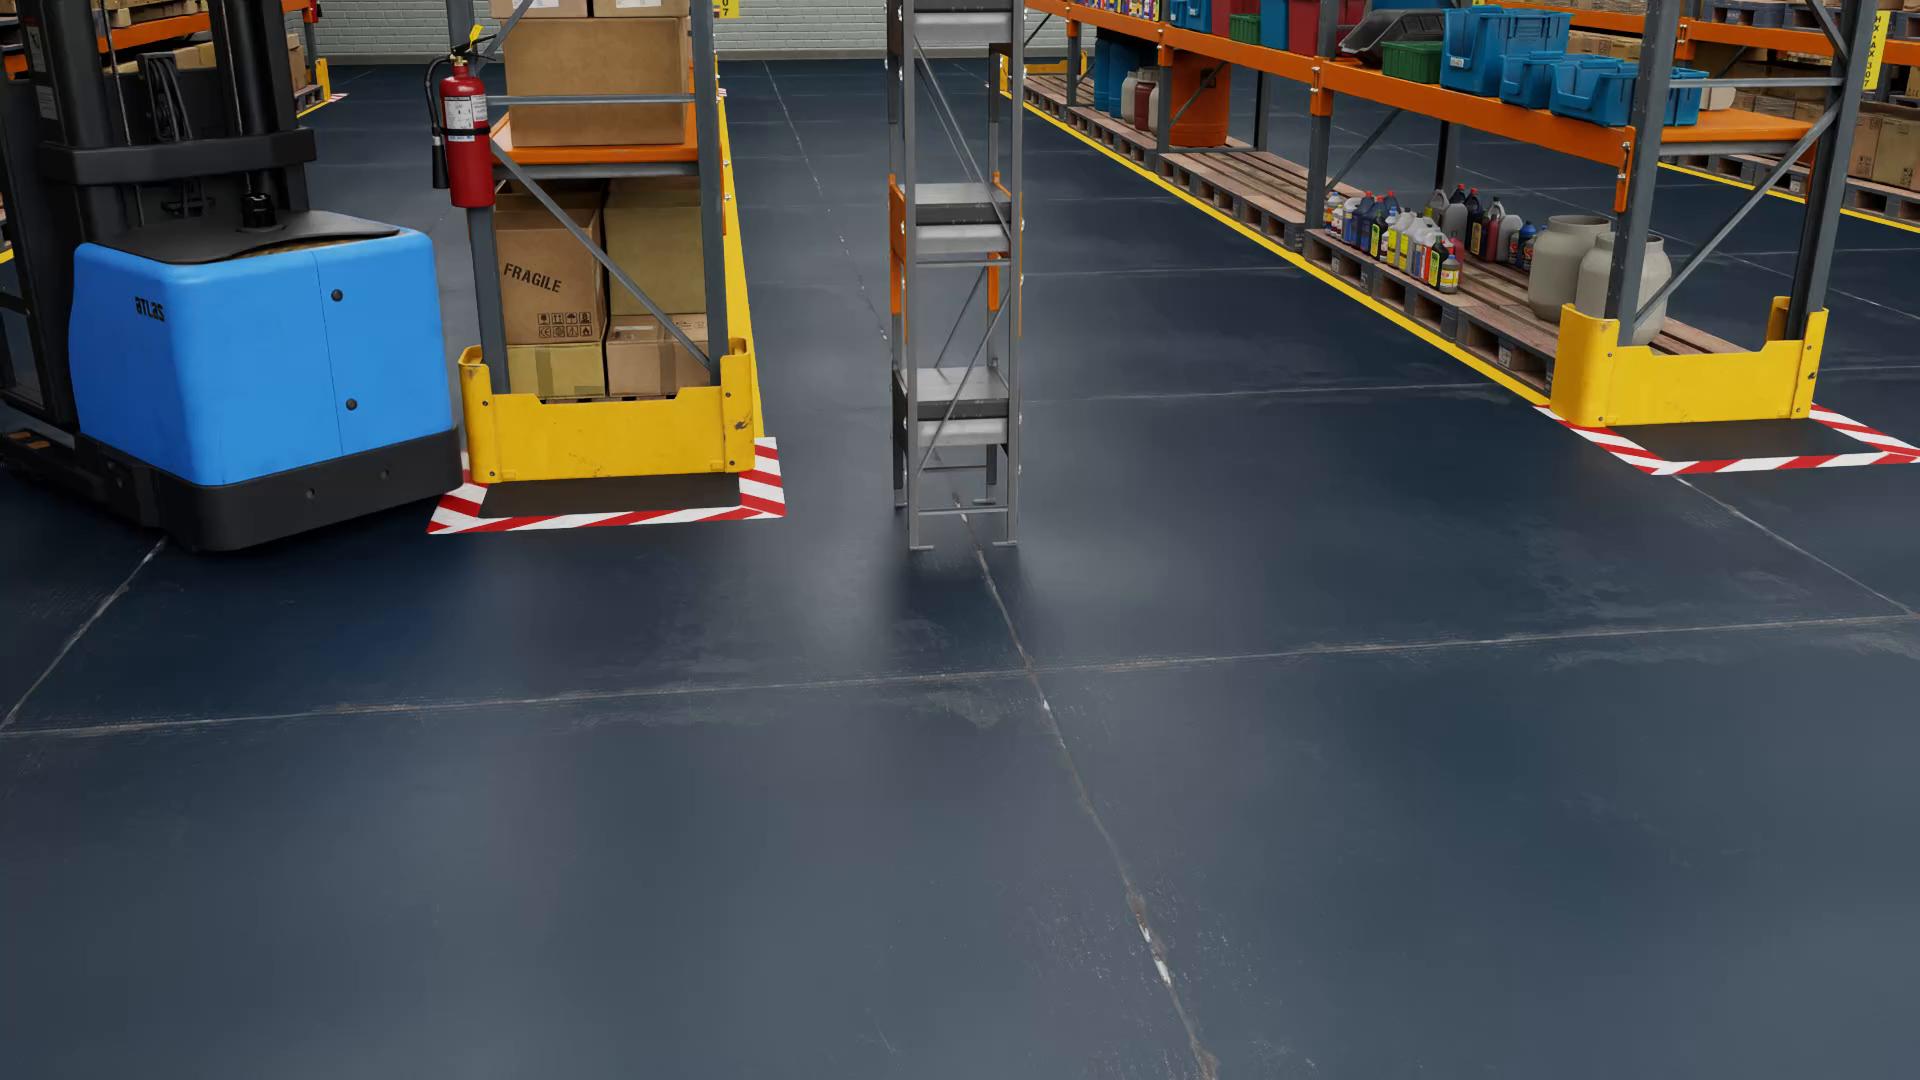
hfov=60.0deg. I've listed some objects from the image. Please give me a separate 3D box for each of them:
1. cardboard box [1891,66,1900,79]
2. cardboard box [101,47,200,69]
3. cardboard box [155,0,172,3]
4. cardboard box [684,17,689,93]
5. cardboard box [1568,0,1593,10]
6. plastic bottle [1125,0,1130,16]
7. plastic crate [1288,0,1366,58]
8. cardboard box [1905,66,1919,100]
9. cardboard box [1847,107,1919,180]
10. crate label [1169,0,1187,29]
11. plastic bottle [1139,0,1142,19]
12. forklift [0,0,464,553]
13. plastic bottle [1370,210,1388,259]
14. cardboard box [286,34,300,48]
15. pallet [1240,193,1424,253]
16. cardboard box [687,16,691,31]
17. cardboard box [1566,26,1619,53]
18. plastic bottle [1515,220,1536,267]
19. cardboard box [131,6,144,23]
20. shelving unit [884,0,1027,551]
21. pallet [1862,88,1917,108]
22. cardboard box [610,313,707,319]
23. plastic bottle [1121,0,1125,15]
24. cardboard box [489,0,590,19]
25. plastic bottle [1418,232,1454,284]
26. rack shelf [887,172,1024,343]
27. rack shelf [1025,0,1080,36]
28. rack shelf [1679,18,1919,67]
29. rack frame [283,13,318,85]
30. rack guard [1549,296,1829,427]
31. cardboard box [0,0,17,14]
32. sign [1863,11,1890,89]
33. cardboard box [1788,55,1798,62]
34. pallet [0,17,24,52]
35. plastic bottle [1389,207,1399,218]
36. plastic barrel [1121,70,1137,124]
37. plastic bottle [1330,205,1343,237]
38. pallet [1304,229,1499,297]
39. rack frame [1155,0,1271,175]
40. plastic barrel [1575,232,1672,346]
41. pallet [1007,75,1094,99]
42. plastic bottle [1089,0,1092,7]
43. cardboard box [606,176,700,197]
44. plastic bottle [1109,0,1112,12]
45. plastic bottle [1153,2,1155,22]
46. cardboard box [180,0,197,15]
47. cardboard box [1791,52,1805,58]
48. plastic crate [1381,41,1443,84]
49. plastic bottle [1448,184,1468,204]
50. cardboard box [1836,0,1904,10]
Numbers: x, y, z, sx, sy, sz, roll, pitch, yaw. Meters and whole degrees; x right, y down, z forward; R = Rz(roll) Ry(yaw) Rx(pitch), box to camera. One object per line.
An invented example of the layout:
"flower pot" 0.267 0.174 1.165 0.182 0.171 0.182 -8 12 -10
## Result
"cardboard box" 11.170 -5.694 20.224 0.380 0.149 0.250 -3 21 -7
"cardboard box" -7.744 -4.300 15.913 0.750 0.750 0.750 -2 21 -6
"cardboard box" -7.557 -5.161 15.151 0.500 0.500 0.500 -2 21 -6
"cardboard box" -1.747 -2.477 8.419 0.700 0.500 0.500 -2 21 -6
"cardboard box" 6.651 -5.734 17.140 0.500 0.500 0.500 -3 21 -7
"plastic bottle" 1.638 -5.210 16.046 0.061 0.283 0.133 -3 21 -8
"plastic crate" 2.487 -3.548 11.337 0.402 0.464 0.583 -3 21 -8
"cardboard box" 11.374 -5.357 19.245 0.500 0.500 0.500 -2 21 -6
"cardboard box" 7.562 -3.224 13.505 0.700 0.500 0.500 -5 21 -12
"crate label" 1.973 -4.508 14.237 0.303 0.233 0.416 -3 21 -8
"plastic bottle" 1.728 -4.998 15.595 0.097 0.201 0.097 0 20 0
"forklift" -3.406 -1.738 6.679 3.031 2.935 1.130 17 27 38
"plastic bottle" 2.575 -1.874 10.201 0.061 0.283 0.133 -2 21 -5
"cardboard box" -8.275 -6.078 20.248 0.380 0.149 0.250 -3 21 -8
"pallet" 2.708 -2.329 12.151 1.003 0.211 1.213 -3 21 -8
"cardboard box" -2.216 -4.087 13.231 0.380 0.149 0.250 -3 21 -8
"cardboard box" 6.849 -5.057 17.905 1.225 0.875 0.875 -4 21 -10
"plastic bottle" 3.390 -1.776 9.954 0.097 0.271 0.097 0 20 0
"cardboard box" -7.552 -4.712 14.877 0.380 0.149 0.250 -3 21 -7
"shelving unit" -0.024 -1.041 6.002 0.431 2.100 0.503 -3 21 -8
"pallet" 11.398 -5.525 20.707 1.003 0.211 1.213 -3 21 -8
"cardboard box" -1.399 -1.011 7.965 0.500 0.250 0.500 -3 21 -8
"plastic bottle" 1.656 -5.299 16.187 0.144 0.351 0.185 -3 21 -8
"cardboard box" -1.710 -2.206 6.765 0.380 0.149 0.250 -3 21 -9
"plastic bottle" 2.728 -1.613 9.513 0.152 0.276 0.135 -3 21 -7
"rack shelf" -0.024 -1.028 6.007 0.431 0.518 0.480 -3 21 -8
"rack shelf" 1.418 -6.491 20.337 1.077 0.370 4.000 -3 21 -8
"rack shelf" 7.472 -3.971 13.589 1.077 0.370 4.000 -3 21 -8
"rack frame" -8.674 -7.021 20.727 1.000 3.000 0.127 -3 21 -8
"rack guard" 3.379 -0.834 7.734 1.175 0.500 0.348 -3 21 -8
"cardboard box" -7.336 -4.150 12.268 0.700 0.500 0.500 -5 21 -13
"sign" 3.981 -2.137 7.255 0.100 0.325 0.005 -3 21 -8
"cardboard box" 11.053 -6.247 21.703 0.380 0.149 0.250 -2 21 -5
"pallet" -7.195 -3.478 11.515 1.003 0.211 1.213 -3 21 -8
"plastic bottle" 2.706 -1.949 10.419 0.097 0.271 0.097 0 20 0
"plastic barrel" 1.863 -4.533 17.020 0.421 0.512 0.421 0 20 0
"plastic bottle" 2.486 -2.093 10.905 0.097 0.201 0.097 0 20 0
"pallet" 2.915 -1.825 10.800 1.003 0.211 1.213 -3 21 -8
"rack frame" 2.283 -4.751 14.649 1.000 3.000 0.127 -3 21 -8
"plastic barrel" 3.266 -1.236 8.194 0.421 0.512 0.421 0 20 0
"pallet" 1.210 -5.927 21.783 1.003 0.211 1.213 -3 21 -8
"plastic bottle" 1.449 -5.771 17.559 0.152 0.276 0.135 -3 21 -8
"cardboard box" -1.482 -1.535 8.296 0.500 0.500 0.500 -3 21 -8
"plastic bottle" 1.552 -5.453 16.714 0.097 0.271 0.097 0 20 0
"plastic bottle" 1.804 -4.817 15.110 0.097 0.201 0.097 0 20 0
"cardboard box" -7.620 -5.158 16.070 0.380 0.149 0.250 -3 21 -8
"cardboard box" 10.961 -6.298 21.417 0.380 0.149 0.250 -4 21 -10
"plastic crate" 2.776 -2.782 9.681 0.450 0.188 0.662 -3 21 -8
"plastic bottle" 3.237 -2.123 10.769 0.144 0.351 0.185 -3 21 -9
"cardboard box" 7.419 -4.456 13.113 0.797 0.503 0.637 -1 20 -2
